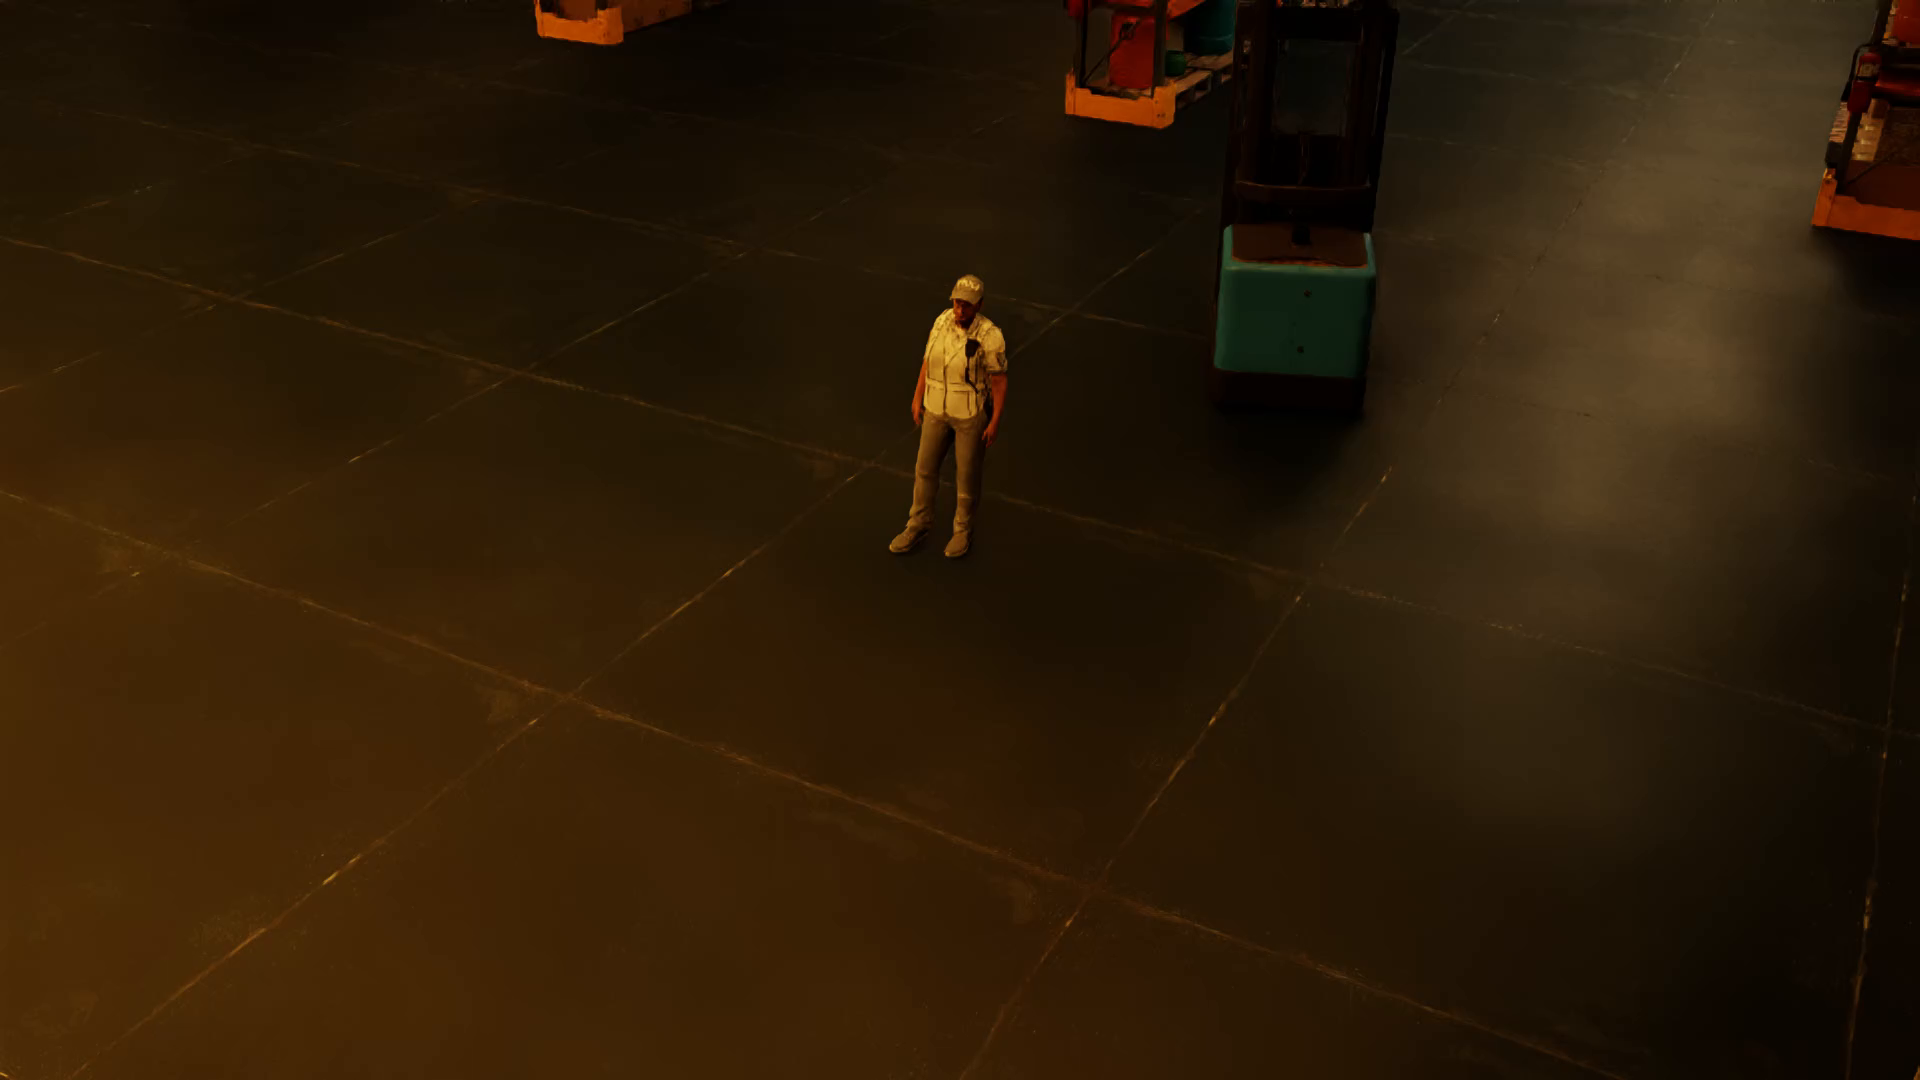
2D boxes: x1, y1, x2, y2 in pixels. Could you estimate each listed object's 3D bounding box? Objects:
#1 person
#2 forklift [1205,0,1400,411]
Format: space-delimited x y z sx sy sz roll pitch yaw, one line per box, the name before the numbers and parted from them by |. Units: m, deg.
person | -0.057 -0.700 9.534 0.598 1.669 0.529 15 33 25
forklift | 2.478 -2.874 12.050 1.130 2.935 3.031 4 30 8
